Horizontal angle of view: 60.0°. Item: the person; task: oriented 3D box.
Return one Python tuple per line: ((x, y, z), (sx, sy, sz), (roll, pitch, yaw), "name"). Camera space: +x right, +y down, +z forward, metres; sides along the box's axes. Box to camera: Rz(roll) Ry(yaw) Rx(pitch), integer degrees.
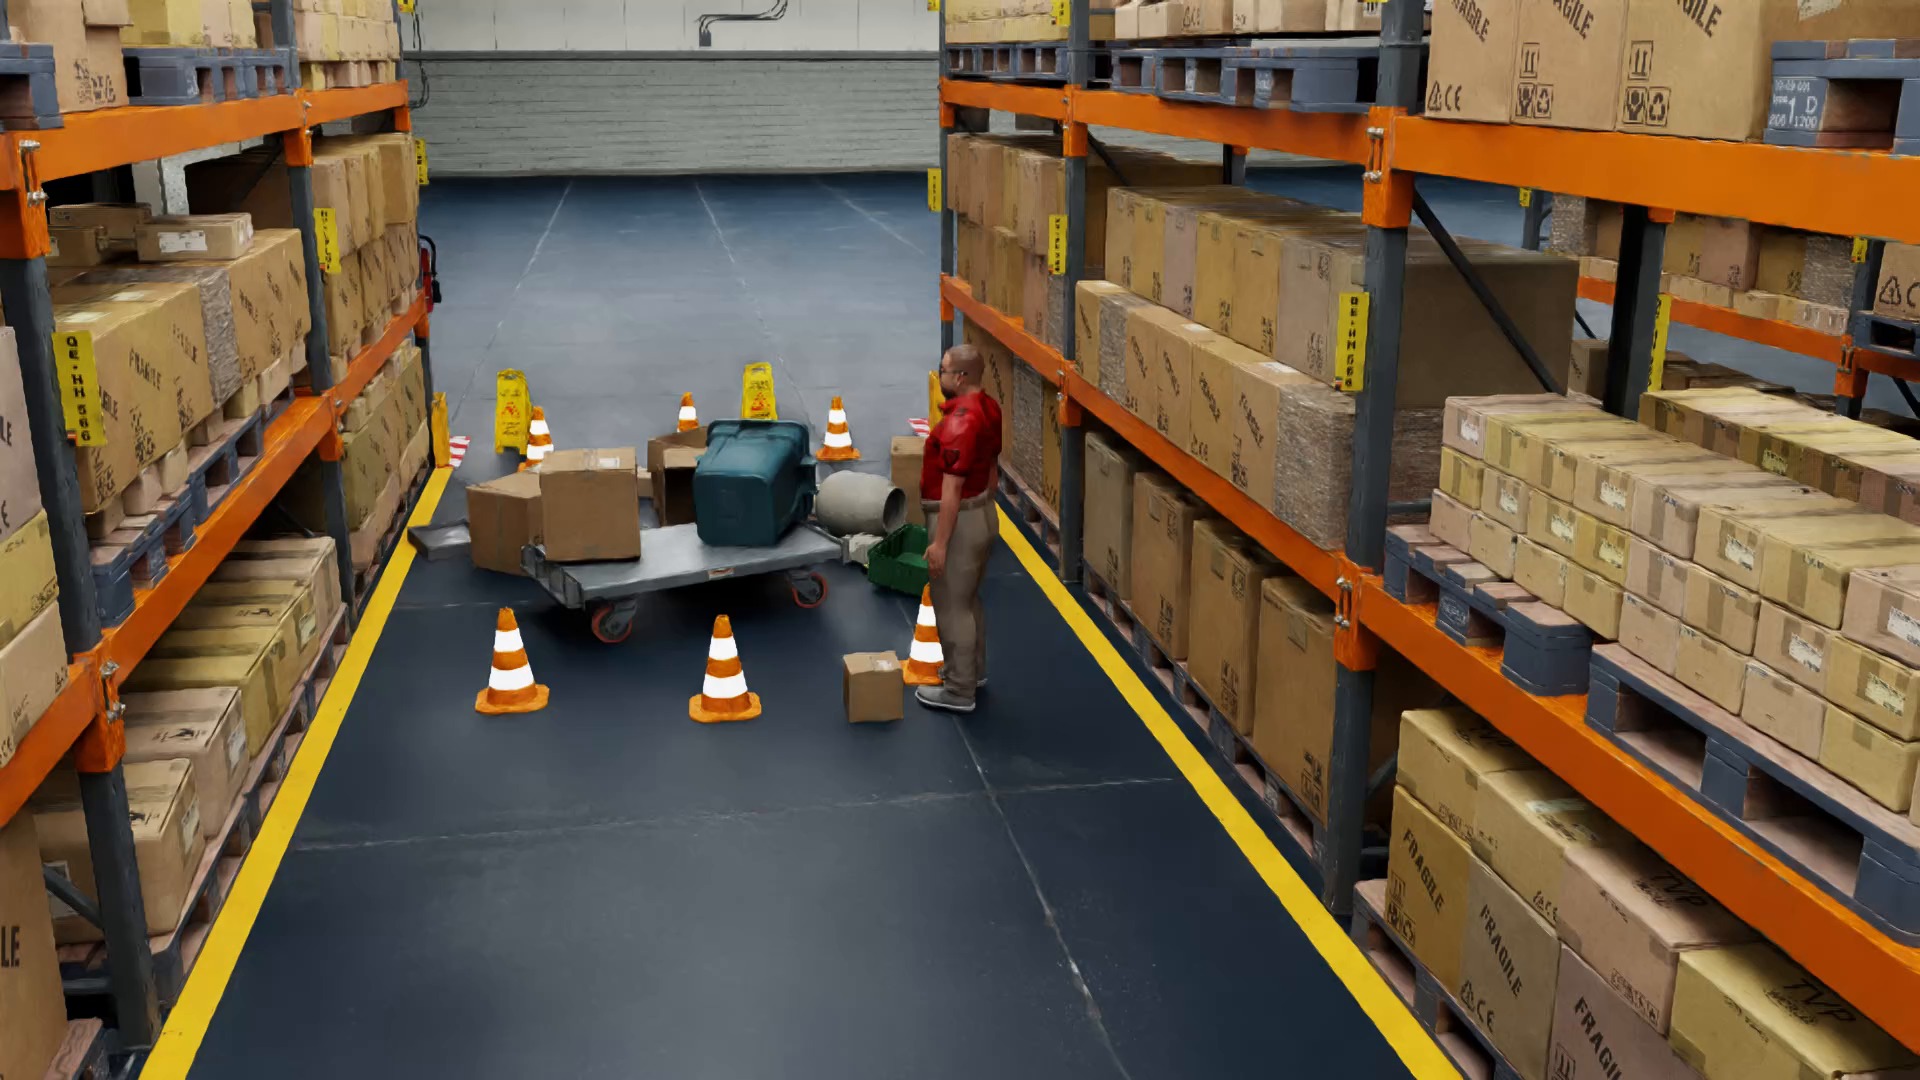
((-0.026, -0.066, 7.753), (0.406, 1.726, 0.680), (5, 17, 17), "person")
